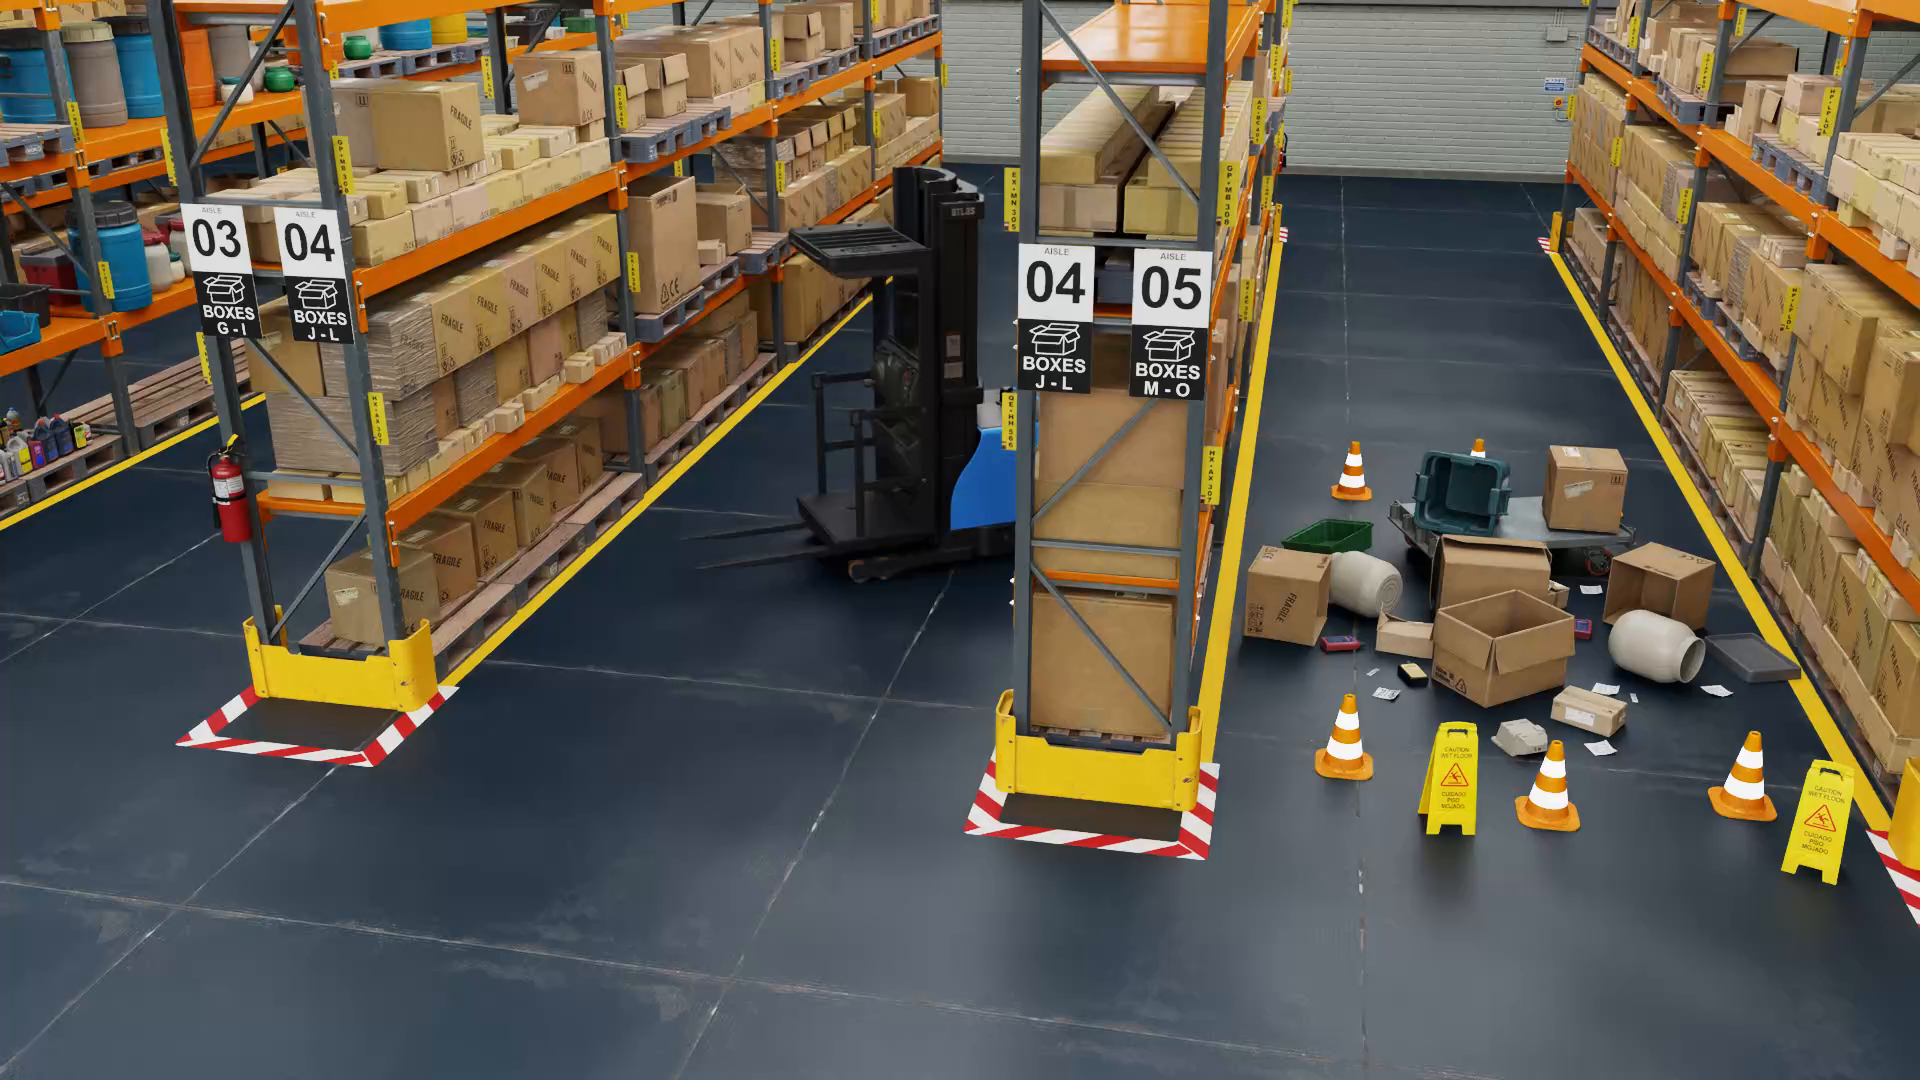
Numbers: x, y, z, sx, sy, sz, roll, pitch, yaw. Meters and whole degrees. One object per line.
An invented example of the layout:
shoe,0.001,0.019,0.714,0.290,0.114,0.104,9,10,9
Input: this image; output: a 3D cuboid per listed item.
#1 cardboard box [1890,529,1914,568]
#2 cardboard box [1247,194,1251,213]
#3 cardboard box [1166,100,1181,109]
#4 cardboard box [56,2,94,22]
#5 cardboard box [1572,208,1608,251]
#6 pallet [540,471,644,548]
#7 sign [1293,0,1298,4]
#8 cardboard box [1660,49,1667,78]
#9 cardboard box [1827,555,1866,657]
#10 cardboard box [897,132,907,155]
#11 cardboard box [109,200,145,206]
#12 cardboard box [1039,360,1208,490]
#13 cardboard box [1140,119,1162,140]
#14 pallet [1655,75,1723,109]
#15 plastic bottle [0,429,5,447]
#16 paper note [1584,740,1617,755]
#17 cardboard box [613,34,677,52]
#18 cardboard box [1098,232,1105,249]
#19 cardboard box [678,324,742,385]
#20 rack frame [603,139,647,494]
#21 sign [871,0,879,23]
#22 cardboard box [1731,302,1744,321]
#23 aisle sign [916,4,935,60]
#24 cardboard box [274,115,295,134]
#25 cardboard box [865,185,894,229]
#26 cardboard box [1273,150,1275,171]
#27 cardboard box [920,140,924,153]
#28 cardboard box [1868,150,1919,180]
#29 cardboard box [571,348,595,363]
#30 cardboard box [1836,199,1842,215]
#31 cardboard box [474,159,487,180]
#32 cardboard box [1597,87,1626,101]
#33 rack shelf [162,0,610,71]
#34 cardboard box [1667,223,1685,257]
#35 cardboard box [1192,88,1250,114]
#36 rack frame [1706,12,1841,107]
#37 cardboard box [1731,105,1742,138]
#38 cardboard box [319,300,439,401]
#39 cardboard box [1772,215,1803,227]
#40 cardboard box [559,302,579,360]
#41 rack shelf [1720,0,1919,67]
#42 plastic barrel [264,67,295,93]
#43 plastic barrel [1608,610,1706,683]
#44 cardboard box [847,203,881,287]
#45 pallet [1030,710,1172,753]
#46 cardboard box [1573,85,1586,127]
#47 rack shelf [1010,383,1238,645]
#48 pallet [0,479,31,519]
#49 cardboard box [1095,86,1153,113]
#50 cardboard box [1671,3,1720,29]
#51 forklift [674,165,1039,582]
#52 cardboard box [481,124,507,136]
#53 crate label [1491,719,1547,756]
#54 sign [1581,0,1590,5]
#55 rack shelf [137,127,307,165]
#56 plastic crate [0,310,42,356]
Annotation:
cardboard box,5.581,0.062,9.521,0.380,0.149,0.250,5,22,12
cardboard box,2.725,-3.388,16.729,0.380,0.149,0.250,4,22,11
cardboard box,1.612,-3.249,12.895,0.500,0.250,0.500,5,22,11
cardboard box,-11.565,-6.767,21.295,0.600,0.600,0.600,4,22,10
cardboard box,8.902,-4.221,22.686,0.875,0.438,0.875,4,22,9
pallet,-3.313,-0.289,13.788,1.003,0.211,1.213,4,22,11
sign,4.612,-7.556,22.901,0.100,0.325,0.005,4,22,11
cardboard box,7.407,-4.883,17.065,0.396,0.266,0.258,6,23,15
cardboard box,5.796,0.433,10.379,0.500,0.500,0.500,4,22,10
cardboard box,-1.020,-5.348,22.419,0.500,0.250,0.500,5,22,12
cardboard box,-11.613,-4.399,23.018,0.500,0.500,0.500,3,22,8
cardboard box,0.921,-0.656,9.320,0.875,0.550,0.550,4,22,11
cardboard box,1.046,-2.590,10.860,0.500,0.250,0.500,4,22,10
pallet,7.611,-4.490,16.725,1.003,0.211,1.213,6,23,13
plastic bottle,-8.490,-0.909,14.552,0.144,0.351,0.185,4,22,11
paper note,3.919,1.268,10.165,0.148,0.019,0.142,-3,22,-8
cardboard box,-2.945,-4.441,15.547,0.500,0.500,0.500,4,22,9
cardboard box,0.596,-1.708,9.204,0.380,0.149,0.250,5,22,11
cardboard box,-2.613,-1.887,16.782,0.700,0.500,0.500,3,22,6
rack frame,-3.211,-1.830,13.883,1.000,3.000,0.127,4,22,11
sign,-1.045,-6.496,20.338,0.100,0.325,0.005,4,22,11
cardboard box,6.681,-1.924,13.890,0.380,0.149,0.250,5,23,13
aisle sign,-0.454,-7.428,24.303,0.394,0.787,0.004,4,22,11
cardboard box,-10.494,-6.465,25.258,0.500,0.500,0.500,5,22,11
cardboard box,-1.366,-4.201,22.050,0.875,0.875,0.875,4,22,11
cardboard box,3.698,-4.869,20.896,0.500,0.500,0.500,4,22,11
cardboard box,-0.720,-5.574,23.514,0.380,0.149,0.250,4,22,10
cardboard box,5.940,-2.342,10.408,0.380,0.149,0.250,4,22,11
cardboard box,-3.137,-1.435,13.238,0.380,0.149,0.250,4,22,11
cardboard box,6.184,-2.253,11.255,0.380,0.149,0.250,4,22,10
cardboard box,-3.441,-2.525,11.260,0.380,0.149,0.250,4,22,10
cardboard box,8.238,-5.602,20.907,0.380,0.149,0.250,4,22,10
rack shelf,-3.619,-3.546,11.081,1.077,0.370,4.000,4,22,11
cardboard box,7.157,-2.897,16.062,0.500,0.250,0.500,4,22,11
cardboard box,1.758,-2.959,11.243,0.380,0.149,0.250,4,22,11
rack frame,7.307,-5.321,14.519,1.000,3.000,0.127,4,22,11
cardboard box,7.024,-3.671,14.619,0.396,0.266,0.258,4,22,11
cardboard box,-3.648,-1.196,10.438,0.500,0.500,0.500,4,22,11
cardboard box,7.391,-2.540,14.550,0.500,0.500,0.500,4,22,10
cardboard box,-3.500,-1.675,12.965,0.875,0.500,0.500,4,22,11
rack shelf,6.899,-4.070,12.912,1.077,0.370,4.000,4,22,11
plastic barrel,-7.244,-4.896,17.688,0.294,0.245,0.294,0,22,0
plastic barrel,4.614,0.712,11.019,0.421,0.421,0.512,-16,27,-35
cardboard box,-1.690,-3.730,20.881,1.225,0.875,0.875,5,22,11
pallet,0.894,1.043,10.482,1.003,0.211,1.213,4,22,11
cardboard box,8.562,-5.820,22.317,0.500,0.500,0.500,4,22,10
rack shelf,1.216,-0.350,11.171,1.077,0.370,4.000,4,22,11
pallet,-8.484,-0.224,13.628,1.003,0.211,1.213,4,22,11
cardboard box,1.114,-3.008,11.365,0.380,0.149,0.250,4,22,10
cardboard box,8.449,-5.879,19.090,0.500,0.500,0.500,5,22,12
forklift,-0.675,-1.262,12.564,3.031,2.935,1.130,-8,23,-20
cardboard box,-3.643,-3.041,12.542,0.380,0.149,0.250,5,22,11
crate label,3.443,1.208,10.172,0.250,0.136,0.298,-7,23,-17
sign,8.397,-7.342,22.276,0.100,0.325,0.005,4,22,11
rack shelf,-10.868,-5.910,24.977,1.077,0.370,4.000,4,22,11
plastic crate,-8.020,-1.714,13.792,0.499,0.251,0.616,4,22,11
